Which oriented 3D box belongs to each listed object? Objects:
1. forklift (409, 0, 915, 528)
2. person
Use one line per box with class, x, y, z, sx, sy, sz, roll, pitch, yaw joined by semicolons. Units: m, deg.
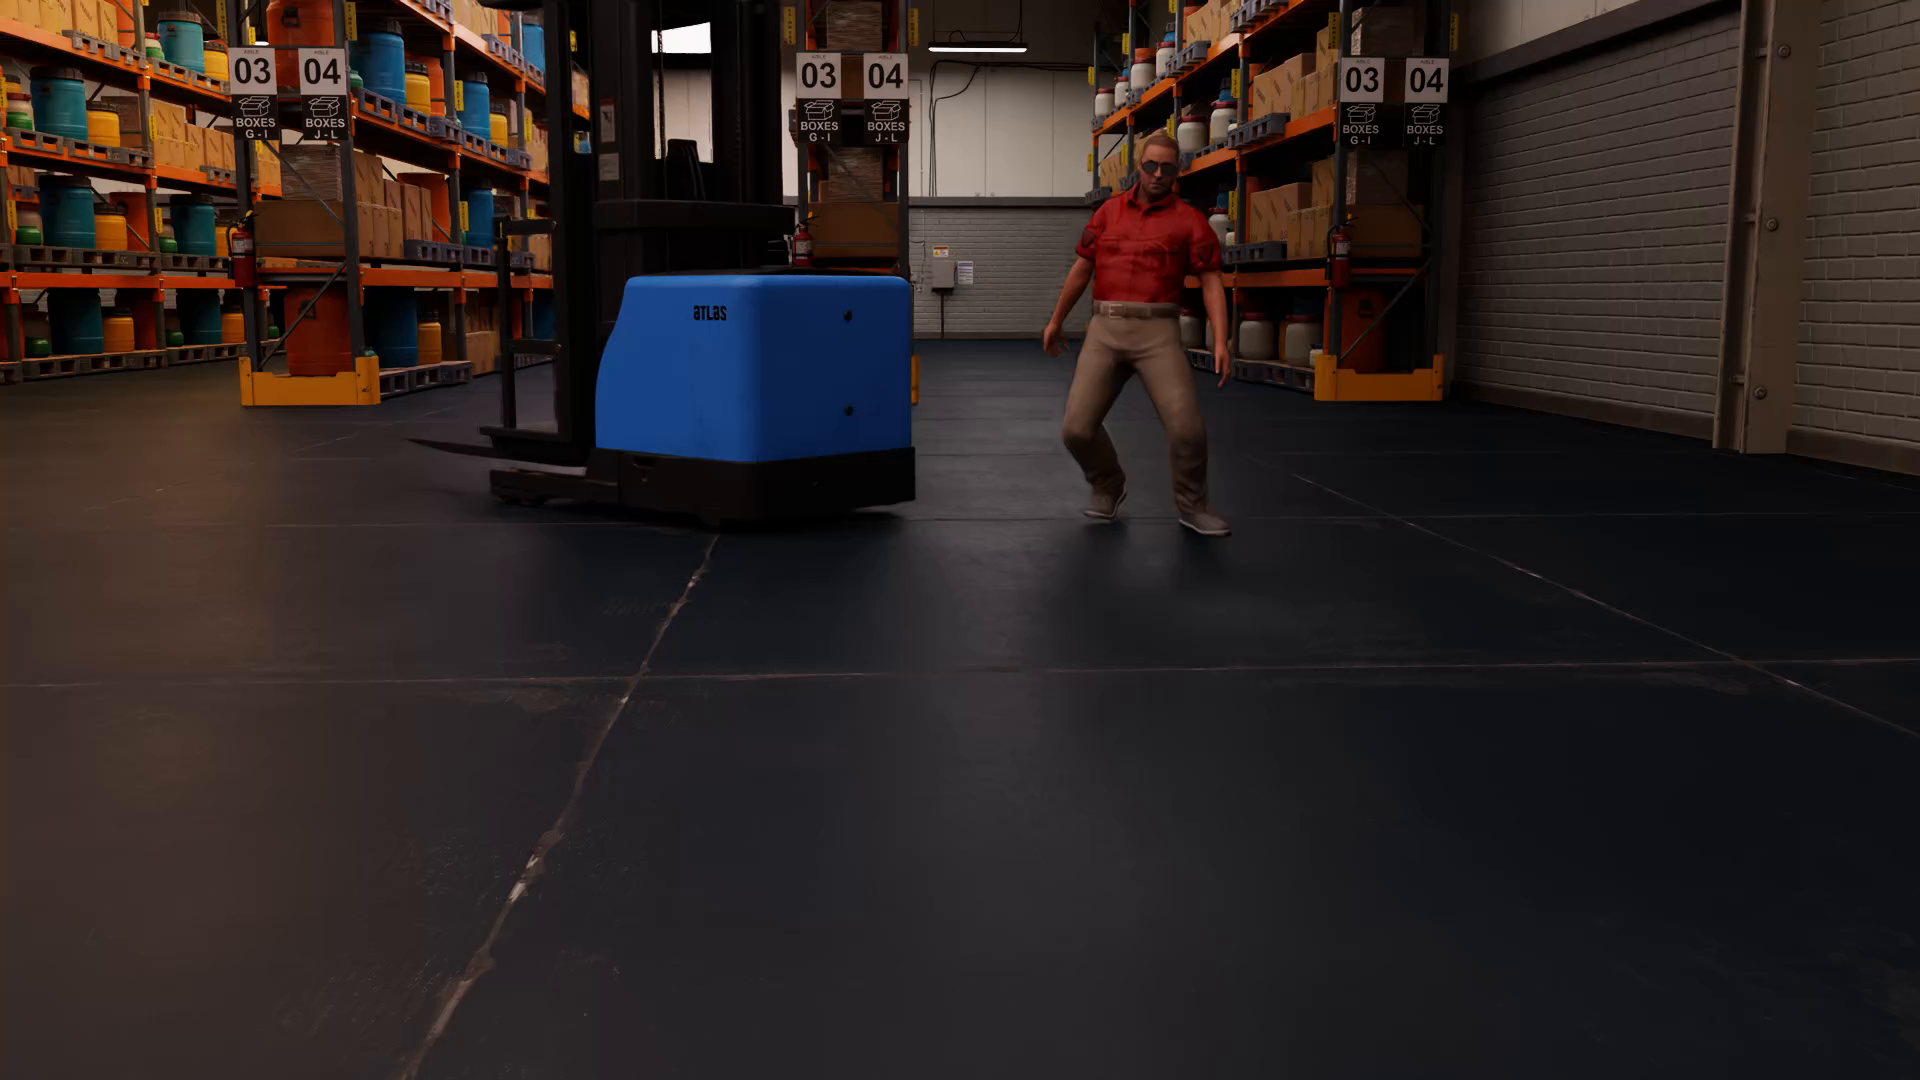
forklift;-1.630;-1.659;8.003;3.031;2.935;1.130;8;11;42
person;0.743;-0.862;7.053;0.897;1.652;0.505;5;10;29
